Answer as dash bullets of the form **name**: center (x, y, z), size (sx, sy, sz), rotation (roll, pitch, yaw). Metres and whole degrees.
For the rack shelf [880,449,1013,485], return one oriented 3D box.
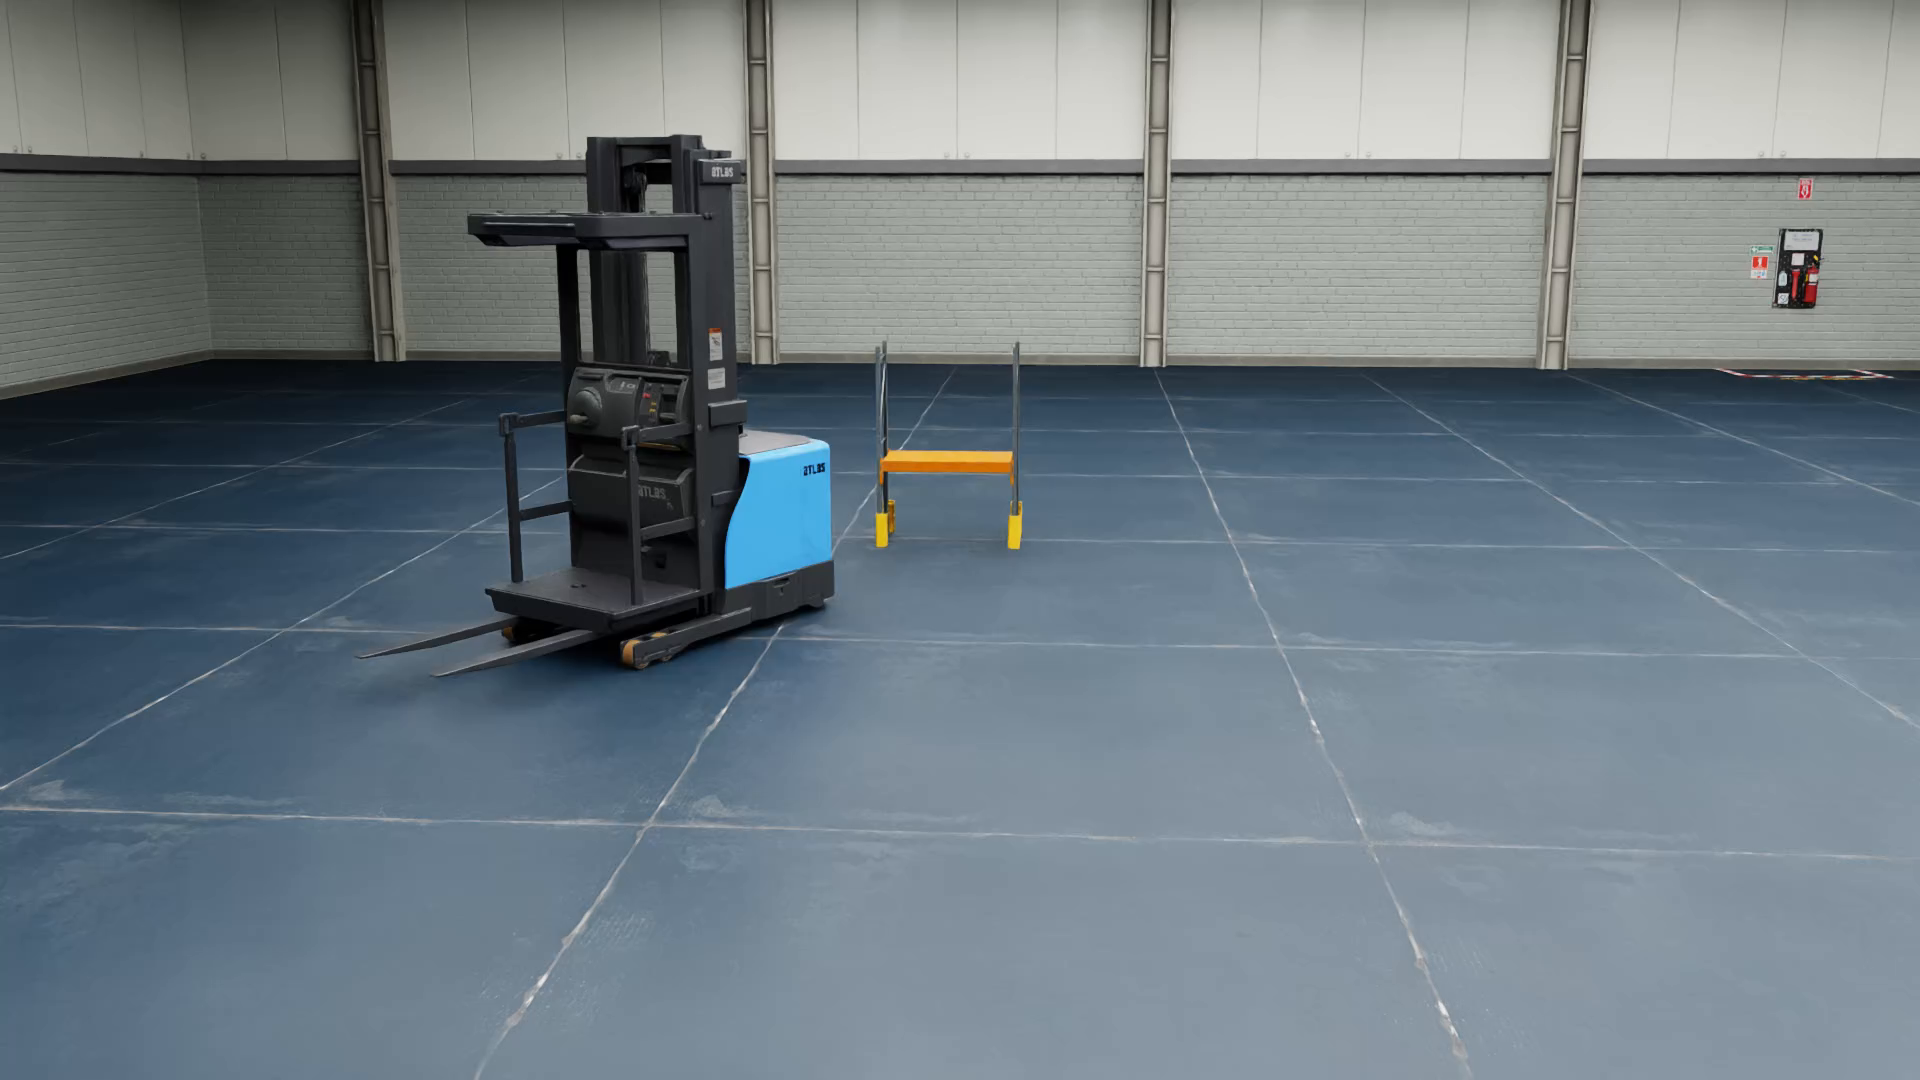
- **rack shelf**: center (-0.085, -0.559, 12.657), size (1.000, 0.185, 0.538), rotation (1, 12, 4)

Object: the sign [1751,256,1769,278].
- **sign**: center (11.923, -4.066, 24.794), size (0.234, 0.329, 0.001), rotation (1, 12, 4)

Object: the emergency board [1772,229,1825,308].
- **emergency board**: center (12.467, -4.020, 24.661), size (0.643, 1.169, 0.194), rotation (1, 12, 4)

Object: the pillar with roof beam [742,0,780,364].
- **pillar with roof beam**: center (-3.317, -6.282, 20.821), size (0.400, 9.000, 9.100), rotation (1, 12, 4)

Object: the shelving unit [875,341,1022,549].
- **shelving unit**: center (-0.076, -0.735, 12.619), size (1.083, 1.500, 0.587), rotation (1, 12, 4)

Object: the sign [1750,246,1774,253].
- **sign**: center (11.927, -4.324, 24.731), size (0.331, 0.109, 0.001), rotation (1, 12, 4)

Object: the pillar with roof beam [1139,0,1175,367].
- **pillar with roof beam**: center (2.670, -6.200, 20.428), size (0.400, 9.000, 9.100), rotation (1, 12, 4)

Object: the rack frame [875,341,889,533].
- **rack frame**: center (-0.592, -0.742, 12.653), size (0.032, 1.500, 0.500), rotation (1, 12, 4)

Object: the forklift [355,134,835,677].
- **forklift**: center (-2.059, -0.822, 9.541), size (1.130, 2.935, 3.031), rotation (8, 14, 34)

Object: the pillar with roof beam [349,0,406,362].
- **pillar with roof beam**: center (-9.303, -6.364, 21.213), size (0.400, 9.000, 9.100), rotation (1, 12, 4)

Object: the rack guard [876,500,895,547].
- **rack guard**: center (-0.573, -0.130, 12.780), size (0.087, 0.250, 0.587), rotation (1, 12, 4)

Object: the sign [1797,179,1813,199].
- **sign**: center (12.466, -5.175, 24.521), size (0.199, 0.298, 0.001), rotation (1, 12, 4)

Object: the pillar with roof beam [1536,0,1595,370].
- **pillar with roof beam**: center (8.656, -6.118, 20.036), size (0.400, 9.000, 9.100), rotation (1, 12, 4)

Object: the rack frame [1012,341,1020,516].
- **rack frame**: center (0.422, -0.728, 12.587), size (0.032, 1.500, 0.500), rotation (1, 12, 4)

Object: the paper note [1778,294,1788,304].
- **paper note**: center (12.295, -3.606, 24.830), size (0.142, 0.148, 0.016), rotation (1, 12, 4)

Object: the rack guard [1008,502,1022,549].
- **rack guard**: center (0.421, -0.117, 12.715), size (0.087, 0.250, 0.587), rotation (1, 12, 4)
